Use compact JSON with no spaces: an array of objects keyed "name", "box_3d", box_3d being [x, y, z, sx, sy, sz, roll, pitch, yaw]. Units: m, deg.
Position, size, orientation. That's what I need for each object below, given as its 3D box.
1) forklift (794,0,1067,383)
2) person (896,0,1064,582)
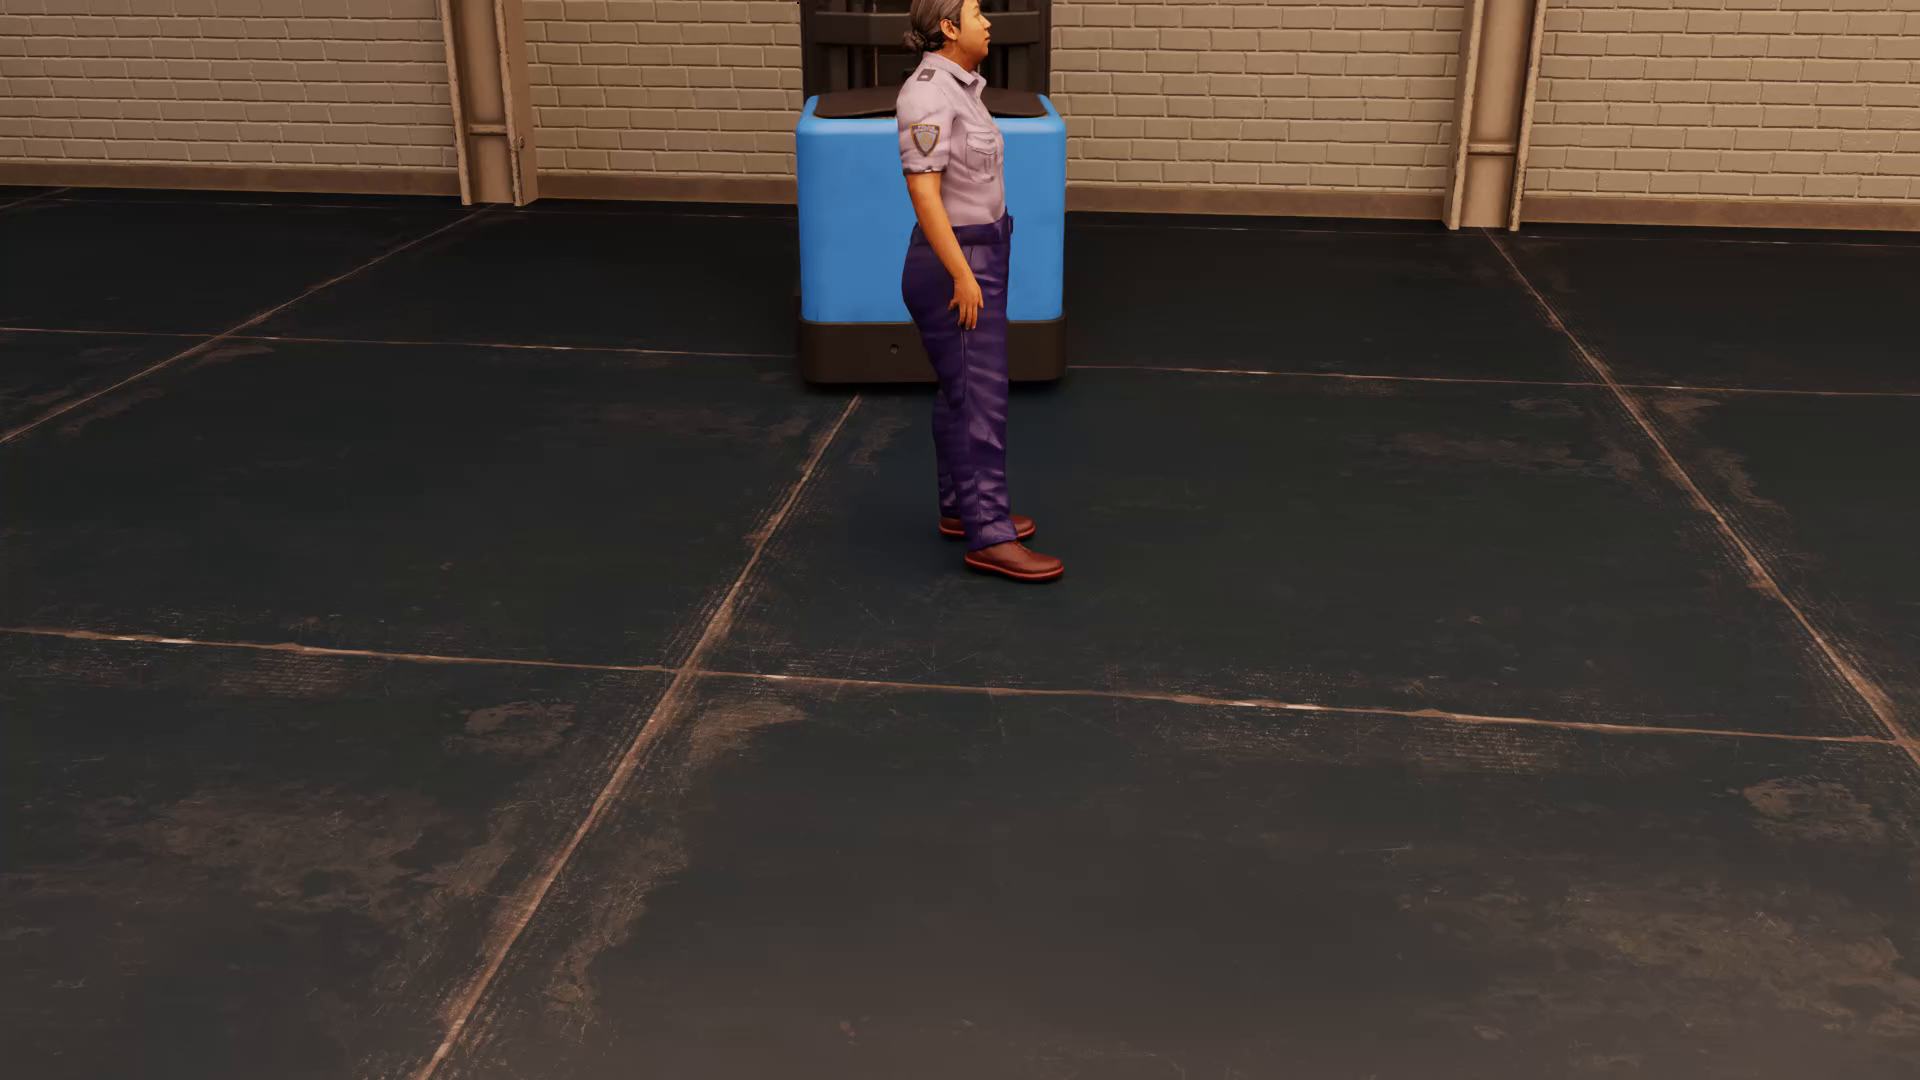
[{"name":"forklift","box_3d":[-0.157,-2.477,7.405,1.130,2.935,3.031,-1,22,-2]},{"name":"person","box_3d":[0.086,-0.759,4.836,0.503,1.650,0.599,3,22,7]}]
